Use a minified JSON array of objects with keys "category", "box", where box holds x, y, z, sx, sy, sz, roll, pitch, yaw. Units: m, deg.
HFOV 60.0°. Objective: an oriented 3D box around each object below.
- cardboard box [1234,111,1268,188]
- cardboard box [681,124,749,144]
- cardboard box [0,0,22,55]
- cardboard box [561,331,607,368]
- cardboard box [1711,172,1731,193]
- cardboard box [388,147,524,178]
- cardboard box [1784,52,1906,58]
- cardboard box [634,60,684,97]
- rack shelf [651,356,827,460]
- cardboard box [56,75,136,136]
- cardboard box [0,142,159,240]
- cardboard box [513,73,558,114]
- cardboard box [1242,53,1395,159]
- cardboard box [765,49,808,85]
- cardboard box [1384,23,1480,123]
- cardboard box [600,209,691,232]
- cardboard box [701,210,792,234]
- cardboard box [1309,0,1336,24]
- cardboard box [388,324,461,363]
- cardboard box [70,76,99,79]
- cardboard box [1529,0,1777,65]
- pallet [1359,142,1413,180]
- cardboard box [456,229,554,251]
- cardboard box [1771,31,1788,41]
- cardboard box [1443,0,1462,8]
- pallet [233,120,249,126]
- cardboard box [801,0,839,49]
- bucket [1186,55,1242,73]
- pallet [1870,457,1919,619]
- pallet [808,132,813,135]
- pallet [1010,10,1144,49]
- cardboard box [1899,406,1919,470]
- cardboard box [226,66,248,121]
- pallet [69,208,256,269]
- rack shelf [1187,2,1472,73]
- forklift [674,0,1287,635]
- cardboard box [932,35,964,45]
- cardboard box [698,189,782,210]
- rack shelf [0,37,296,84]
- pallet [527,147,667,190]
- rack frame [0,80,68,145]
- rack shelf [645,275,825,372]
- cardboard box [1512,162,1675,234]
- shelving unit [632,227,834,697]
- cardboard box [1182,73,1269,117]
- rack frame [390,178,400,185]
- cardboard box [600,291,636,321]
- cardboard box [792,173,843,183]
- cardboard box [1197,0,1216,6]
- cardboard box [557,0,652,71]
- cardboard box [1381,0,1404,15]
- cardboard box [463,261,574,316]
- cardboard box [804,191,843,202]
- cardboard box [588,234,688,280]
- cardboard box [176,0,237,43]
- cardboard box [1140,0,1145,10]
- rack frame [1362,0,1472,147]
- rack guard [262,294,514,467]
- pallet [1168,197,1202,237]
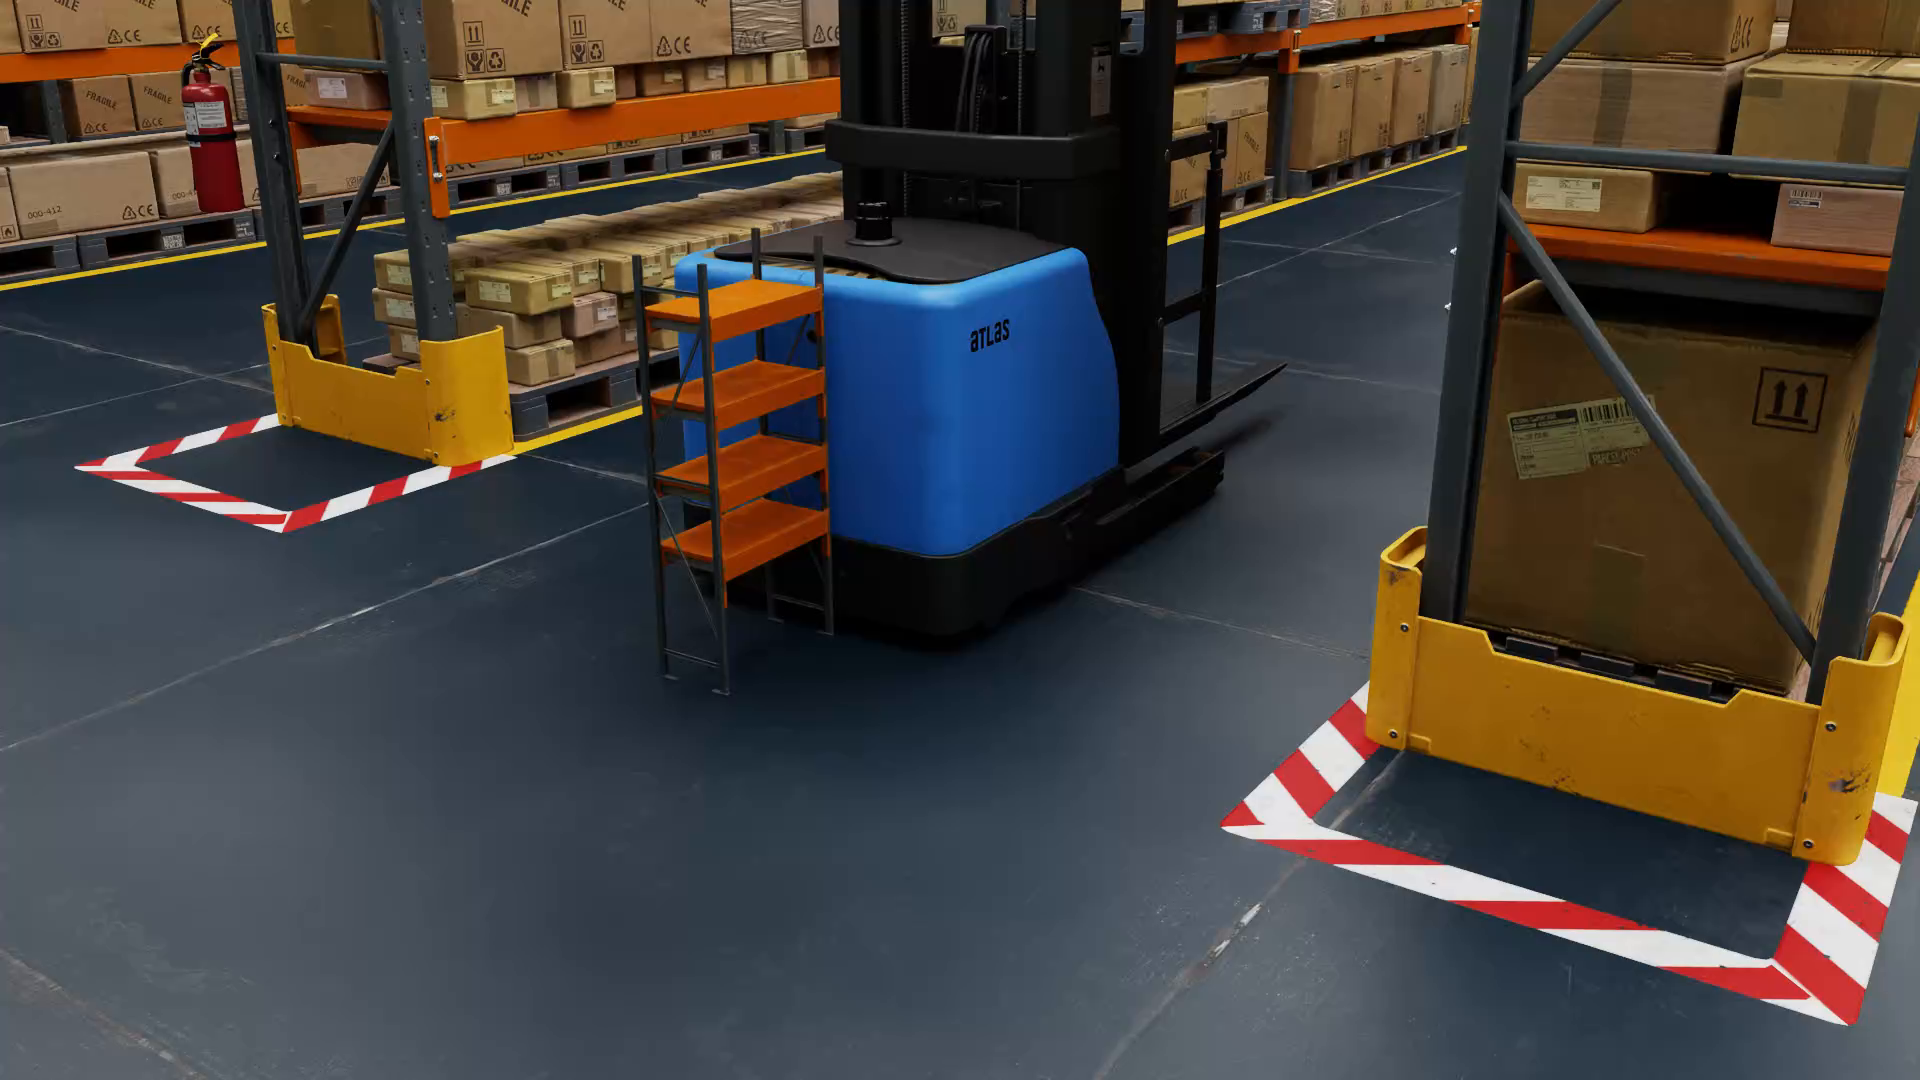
[{"category":"cardboard box","box":[1.932,-2.905,12.294,0.500,0.500,0.500,13,24,32]},{"category":"cardboard box","box":[-2.522,-4.075,14.916,0.875,0.875,0.875,13,24,31]},{"category":"cardboard box","box":[-5.794,-3.041,9.518,0.500,0.500,0.500,13,24,31]},{"category":"cardboard box","box":[-1.773,-0.864,7.281,0.380,0.149,0.250,13,24,32]},{"category":"cardboard box","box":[1.990,-1.096,4.766,0.380,0.149,0.250,14,24,33]},{"category":"cardboard box","box":[-4.032,-3.303,12.829,0.875,0.875,0.875,14,25,33]},{"category":"cardboard box","box":[2.413,-1.134,4.293,0.500,0.250,0.500,13,24,31]},{"category":"cardboard box","box":[-1.449,-2.058,7.368,0.380,0.149,0.250,13,24,31]},{"category":"rack shelf","box":[-0.613,-0.371,4.589,0.258,0.148,0.480,12,24,30]},{"category":"cardboard box","box":[-7.963,-3.996,15.241,0.500,0.500,0.500,15,25,34]},{"category":"cardboard box","box":[-5.767,-2.230,10.558,0.875,0.438,0.875,14,25,33]},{"category":"cardboard box","box":[-1.850,-1.818,6.717,0.380,0.149,0.250,14,25,34]},{"category":"cardboard box","box":[2.991,-3.671,14.003,1.050,0.750,0.750,14,24,33]},{"category":"cardboard box","box":[-0.950,-2.265,7.926,0.380,0.149,0.250,14,24,33]},{"category":"cardboard box","box":[4.745,-4.636,16.430,0.875,0.875,0.875,14,24,33]},{"category":"cardboard box","box":[-1.552,-1.529,8.222,0.380,0.149,0.250,12,24,30]},{"category":"cardboard box","box":[-1.051,-1.520,8.198,0.380,0.149,0.250,13,24,32]},{"category":"cardboard box","box":[2.561,-4.244,12.770,0.500,0.500,0.500,14,24,32]},{"category":"cardboard box","box":[-2.288,-0.877,7.316,0.380,0.149,0.250,14,24,33]},{"category":"cardboard box","box":[-7.999,-4.256,15.010,0.380,0.149,0.250,15,25,34]},{"category":"cardboard box","box":[1.690,-1.441,4.043,0.500,0.500,0.500,14,24,32]},{"category":"pallet","box":[3.277,-3.373,14.579,1.003,0.211,1.213,13,24,32]},{"category":"cardboard box","box":[-2.095,-1.325,7.671,0.380,0.149,0.250,13,24,31]},{"category":"cardboard box","box":[2.258,-1.380,4.961,0.500,0.250,0.500,12,24,30]},{"category":"cardboard box","box":[4.262,-5.113,15.121,0.500,0.500,0.500,13,24,32]},{"category":"pallet","box":[-7.310,-4.161,16.709,1.003,0.211,1.213,13,24,32]},{"category":"cardboard box","box":[-0.775,-2.674,8.098,0.500,0.500,0.500,13,24,32]},{"category":"bucket","box":[2.504,-4.935,17.309,0.620,0.611,0.726,-24,30,-29]},{"category":"pallet","box":[2.705,-0.114,5.770,1.003,0.211,1.213,13,24,32]},{"category":"pallet","box":[-0.938,-4.322,17.144,1.003,0.211,1.213,13,24,32]},{"category":"pallet","box":[0.387,-3.074,10.028,1.003,0.211,1.213,13,24,32]},{"category":"cardboard box","box":[2.939,-0.745,5.913,0.875,0.875,0.875,13,24,32]},{"category":"cardboard box","box":[-7.091,-4.440,16.443,0.500,0.500,0.500,12,24,30]},{"category":"pallet","box":[-5.491,-2.047,10.995,1.003,0.211,1.213,13,24,32]},{"category":"rack shelf","box":[3.210,-4.357,14.257,1.077,0.370,4.000,13,24,32]},{"category":"forklift","box":[0.334,-1.560,5.757,1.130,2.935,3.031,12,24,30]},{"category":"cardboard box","box":[-0.185,-2.632,8.920,0.380,0.149,0.250,13,24,30]},{"category":"cardboard box","box":[-1.172,-1.767,8.866,0.380,0.149,0.250,14,24,33]},{"category":"rack shelf","box":[-5.438,-2.998,10.583,1.077,0.370,4.000,13,24,32]},{"category":"pallet","box":[-3.257,-3.189,14.082,1.003,0.211,1.213,13,24,32]},{"category":"rack frame","box":[-8.421,-4.876,14.624,1.000,3.000,0.127,13,24,32]},{"category":"rack shelf","box":[-0.613,-0.593,4.507,0.258,0.148,0.480,12,24,30]},{"category":"cardboard box","box":[1.561,-0.877,4.176,0.380,0.149,0.250,14,24,33]},{"category":"shelving unit","box":[-0.613,-0.225,4.643,0.258,1.200,0.503,12,24,30]},{"category":"cardboard box","box":[1.918,-3.250,12.143,0.500,0.250,0.500,13,24,31]},{"category":"rack frame","box":[-4.314,-3.909,12.010,1.000,3.000,0.127,13,24,32]},{"category":"cardboard box","box":[-1.640,-1.080,7.436,0.380,0.149,0.250,14,24,33]},{"category":"cardboard box","box":[-0.732,-1.986,9.457,0.380,0.149,0.250,15,25,34]},{"category":"cardboard box","box":[1.463,-3.602,10.935,0.380,0.149,0.250,14,25,33]},{"category":"cardboard box","box":[-1.651,-2.245,6.938,0.500,0.500,0.500,13,24,32]},{"category":"cardboard box","box":[3.410,-4.677,13.942,0.500,0.500,0.500,13,24,31]},{"category":"cardboard box","box":[-1.836,-1.048,6.921,0.380,0.149,0.250,12,23,29]},{"category":"cardboard box","box":[-0.603,-1.746,8.808,0.380,0.149,0.250,14,25,34]},{"category":"cardboard box","box":[-1.462,-1.285,7.563,0.380,0.149,0.250,12,23,29]},{"category":"cardboard box","box":[-4.918,-3.477,10.698,0.500,0.500,0.500,13,24,31]},{"category":"cardboard box","box":[1.018,-3.372,10.314,0.380,0.149,0.250,12,23,29]},{"category":"rack frame","box":[4.334,-5.268,15.684,1.000,3.000,0.127,13,24,32]},{"category":"rack guard","box":[-2.369,-0.675,6.868,1.175,0.500,0.348,13,24,32]},{"category":"pallet","box":[0.958,-2.240,11.517,1.003,0.211,1.213,13,24,32]}]
